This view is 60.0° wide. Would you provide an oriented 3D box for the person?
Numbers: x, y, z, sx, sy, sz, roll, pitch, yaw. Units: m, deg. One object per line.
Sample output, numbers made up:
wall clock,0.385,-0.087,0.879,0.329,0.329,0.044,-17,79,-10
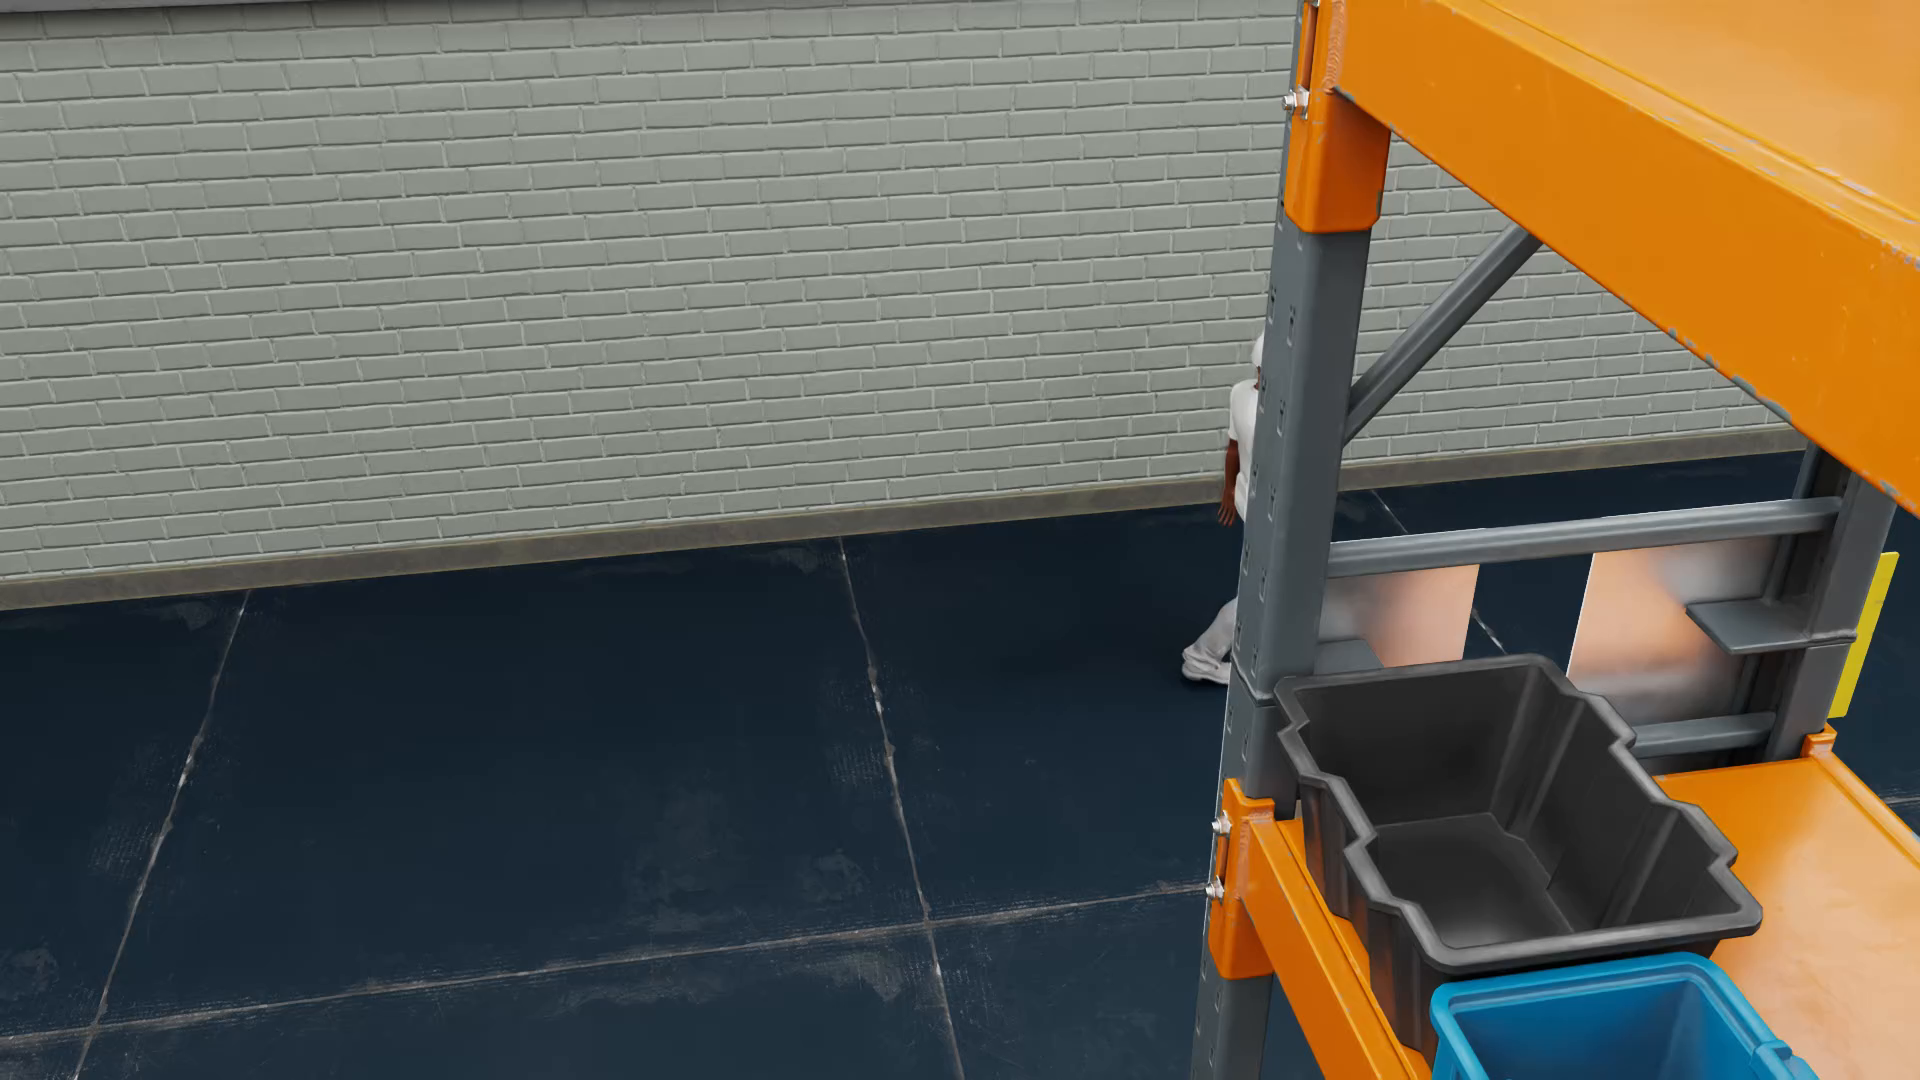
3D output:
person,1.495,-0.139,7.367,0.971,1.717,0.596,-3,31,-4
